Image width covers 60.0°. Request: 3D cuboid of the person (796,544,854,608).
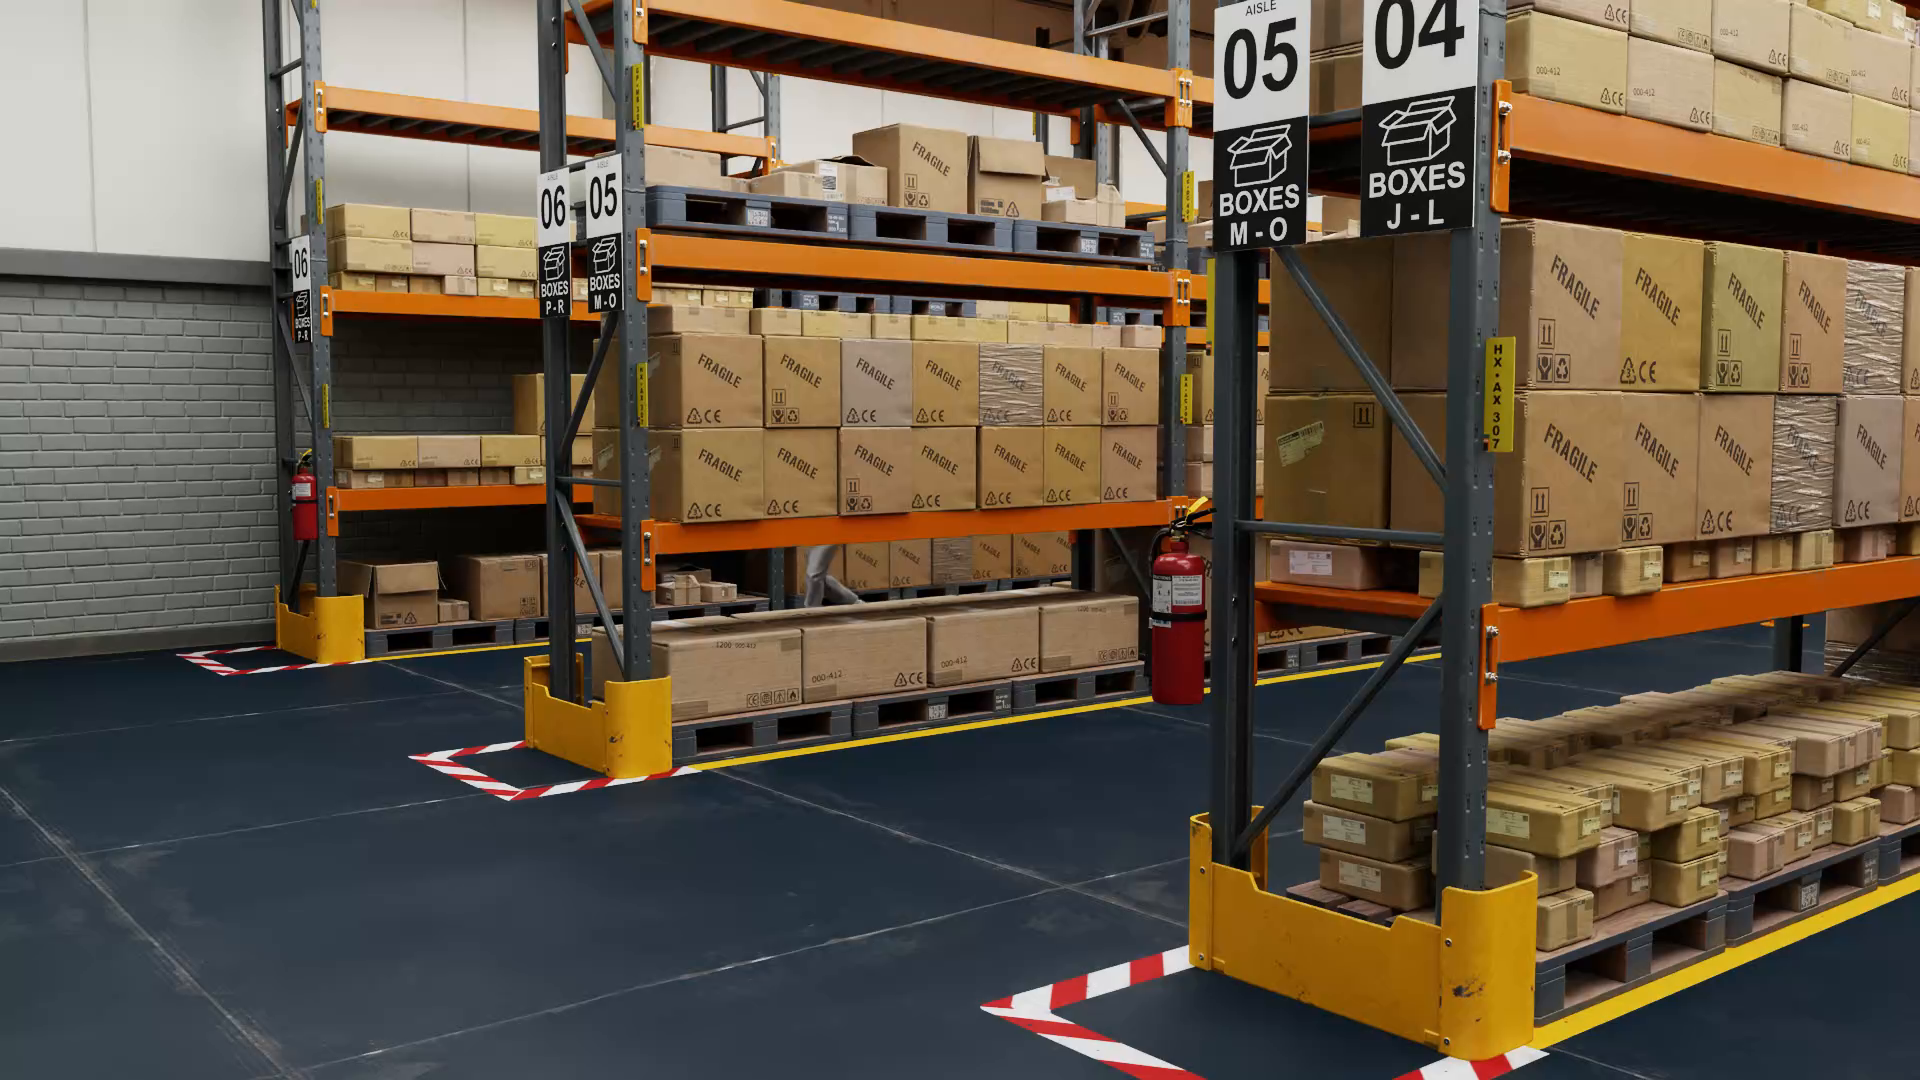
[{"bbox_3d":[-1.170,-0.006,13.995,0.583,1.648,0.660,4,6,43],"label":"person"}]
